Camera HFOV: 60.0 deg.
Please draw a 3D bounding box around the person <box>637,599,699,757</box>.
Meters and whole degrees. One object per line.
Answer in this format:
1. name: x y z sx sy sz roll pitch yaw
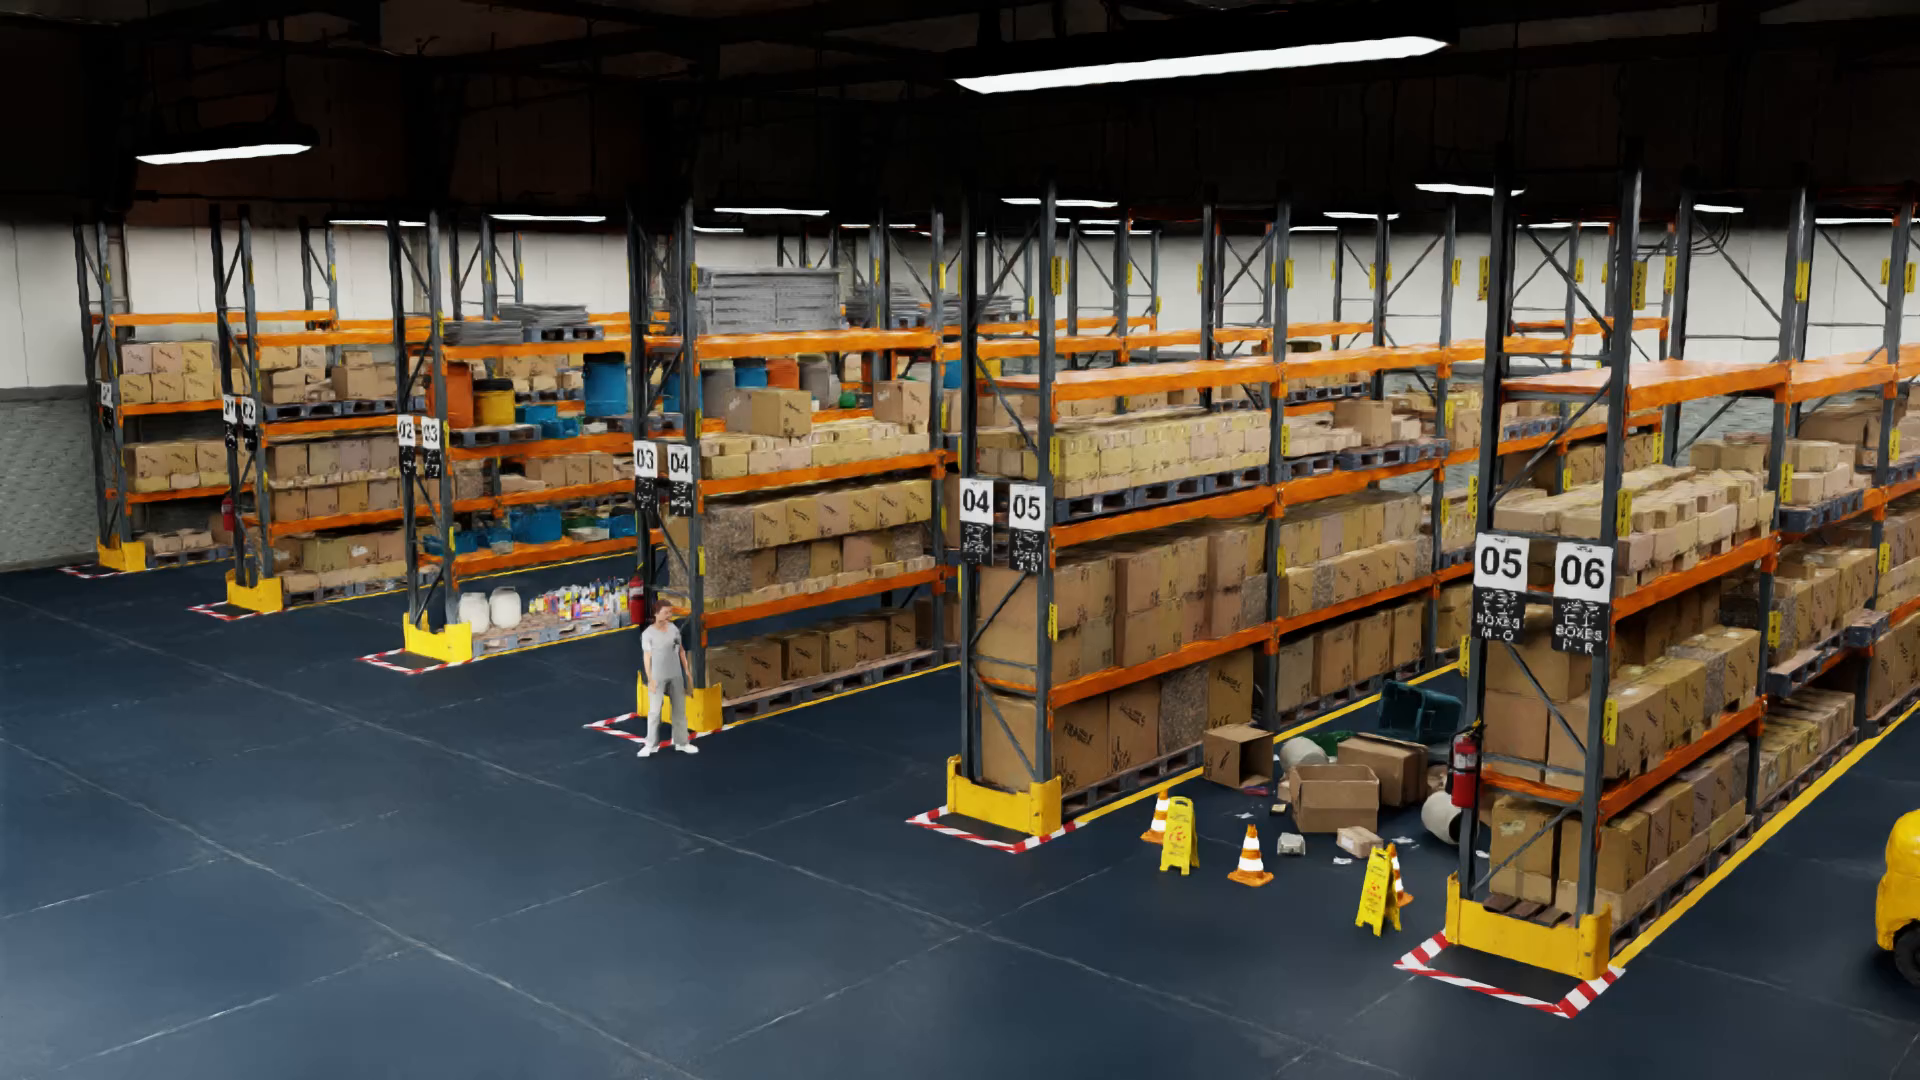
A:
1. person: -3.113 1.441 17.483 0.621 1.674 0.386 -6 11 -33
